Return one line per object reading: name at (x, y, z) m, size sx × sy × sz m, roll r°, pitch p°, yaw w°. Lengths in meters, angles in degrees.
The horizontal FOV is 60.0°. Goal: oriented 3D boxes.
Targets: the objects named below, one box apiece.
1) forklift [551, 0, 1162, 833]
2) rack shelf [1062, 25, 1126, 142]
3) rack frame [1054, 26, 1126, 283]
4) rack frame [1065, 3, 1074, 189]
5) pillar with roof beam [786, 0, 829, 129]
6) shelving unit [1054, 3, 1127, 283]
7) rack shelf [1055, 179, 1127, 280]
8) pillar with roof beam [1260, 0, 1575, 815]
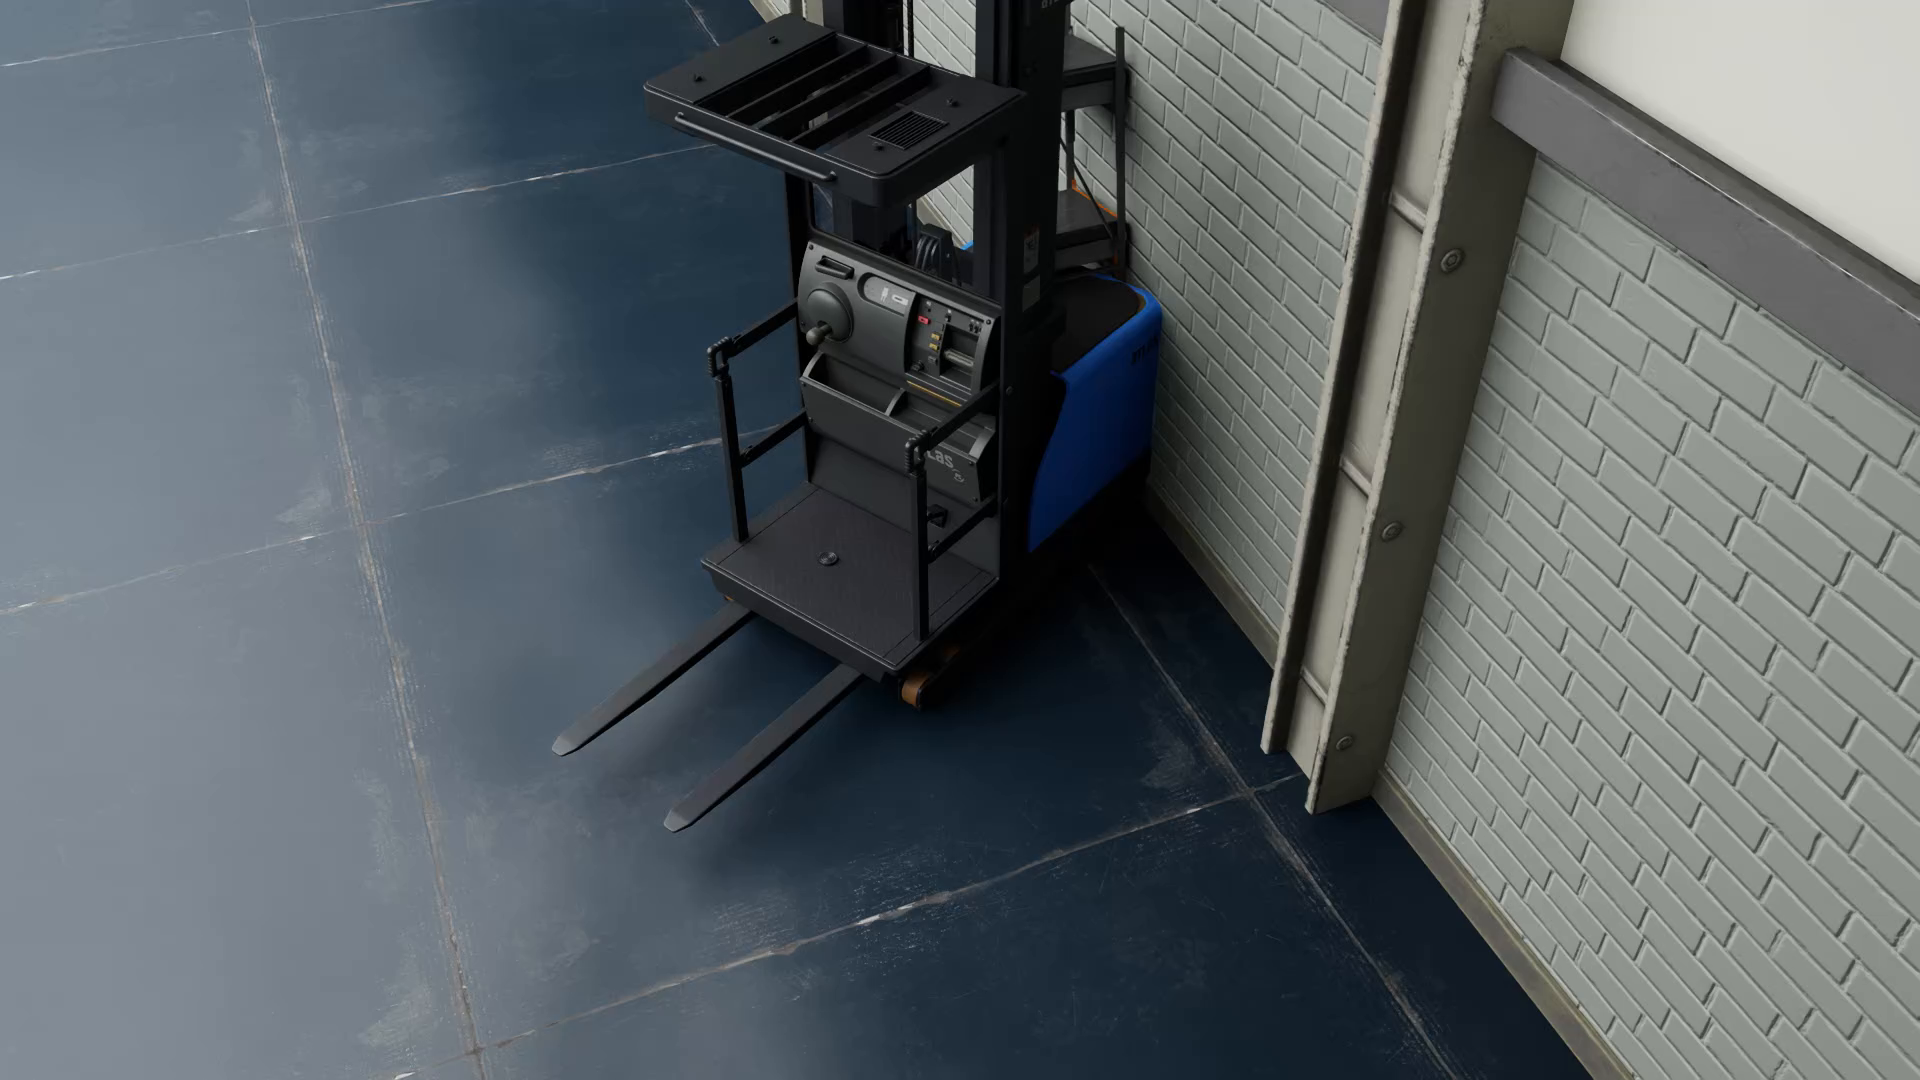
forklift at (-0.385, -0.786, 6.335) m, size 1.130 × 2.935 × 3.031 m, roll 27°, pitch 47°, yaw 28°
rack shelf at (0.411, -1.861, 7.139) m, size 0.431 × 0.518 × 0.480 m, roll -16°, pitch 34°, yaw -18°
rack frame at (0.549, -1.167, 7.314) m, size 0.400 × 2.100 × 0.015 m, roll -16°, pitch 34°, yaw -18°
rack frame at (0.353, -1.397, 7.698) m, size 0.400 × 2.100 × 0.015 m, roll -16°, pitch 34°, yaw -18°
pillar with roof beam at (-4.847, -5.045, 6.633) m, size 9.100 × 9.000 × 0.400 m, roll -15°, pitch 43°, yaw -17°
shelving unit at (0.451, -1.282, 7.506) m, size 0.431 × 2.100 × 0.503 m, roll -16°, pitch 34°, yaw -18°
rack shelf at (0.452, -1.271, 7.513) m, size 0.431 × 0.518 × 0.480 m, roll -16°, pitch 34°, yaw -18°
pillar with roof beam at (-2.552, -1.430, 2.430) m, size 9.100 × 9.000 × 0.400 m, roll -15°, pitch 43°, yaw -17°
